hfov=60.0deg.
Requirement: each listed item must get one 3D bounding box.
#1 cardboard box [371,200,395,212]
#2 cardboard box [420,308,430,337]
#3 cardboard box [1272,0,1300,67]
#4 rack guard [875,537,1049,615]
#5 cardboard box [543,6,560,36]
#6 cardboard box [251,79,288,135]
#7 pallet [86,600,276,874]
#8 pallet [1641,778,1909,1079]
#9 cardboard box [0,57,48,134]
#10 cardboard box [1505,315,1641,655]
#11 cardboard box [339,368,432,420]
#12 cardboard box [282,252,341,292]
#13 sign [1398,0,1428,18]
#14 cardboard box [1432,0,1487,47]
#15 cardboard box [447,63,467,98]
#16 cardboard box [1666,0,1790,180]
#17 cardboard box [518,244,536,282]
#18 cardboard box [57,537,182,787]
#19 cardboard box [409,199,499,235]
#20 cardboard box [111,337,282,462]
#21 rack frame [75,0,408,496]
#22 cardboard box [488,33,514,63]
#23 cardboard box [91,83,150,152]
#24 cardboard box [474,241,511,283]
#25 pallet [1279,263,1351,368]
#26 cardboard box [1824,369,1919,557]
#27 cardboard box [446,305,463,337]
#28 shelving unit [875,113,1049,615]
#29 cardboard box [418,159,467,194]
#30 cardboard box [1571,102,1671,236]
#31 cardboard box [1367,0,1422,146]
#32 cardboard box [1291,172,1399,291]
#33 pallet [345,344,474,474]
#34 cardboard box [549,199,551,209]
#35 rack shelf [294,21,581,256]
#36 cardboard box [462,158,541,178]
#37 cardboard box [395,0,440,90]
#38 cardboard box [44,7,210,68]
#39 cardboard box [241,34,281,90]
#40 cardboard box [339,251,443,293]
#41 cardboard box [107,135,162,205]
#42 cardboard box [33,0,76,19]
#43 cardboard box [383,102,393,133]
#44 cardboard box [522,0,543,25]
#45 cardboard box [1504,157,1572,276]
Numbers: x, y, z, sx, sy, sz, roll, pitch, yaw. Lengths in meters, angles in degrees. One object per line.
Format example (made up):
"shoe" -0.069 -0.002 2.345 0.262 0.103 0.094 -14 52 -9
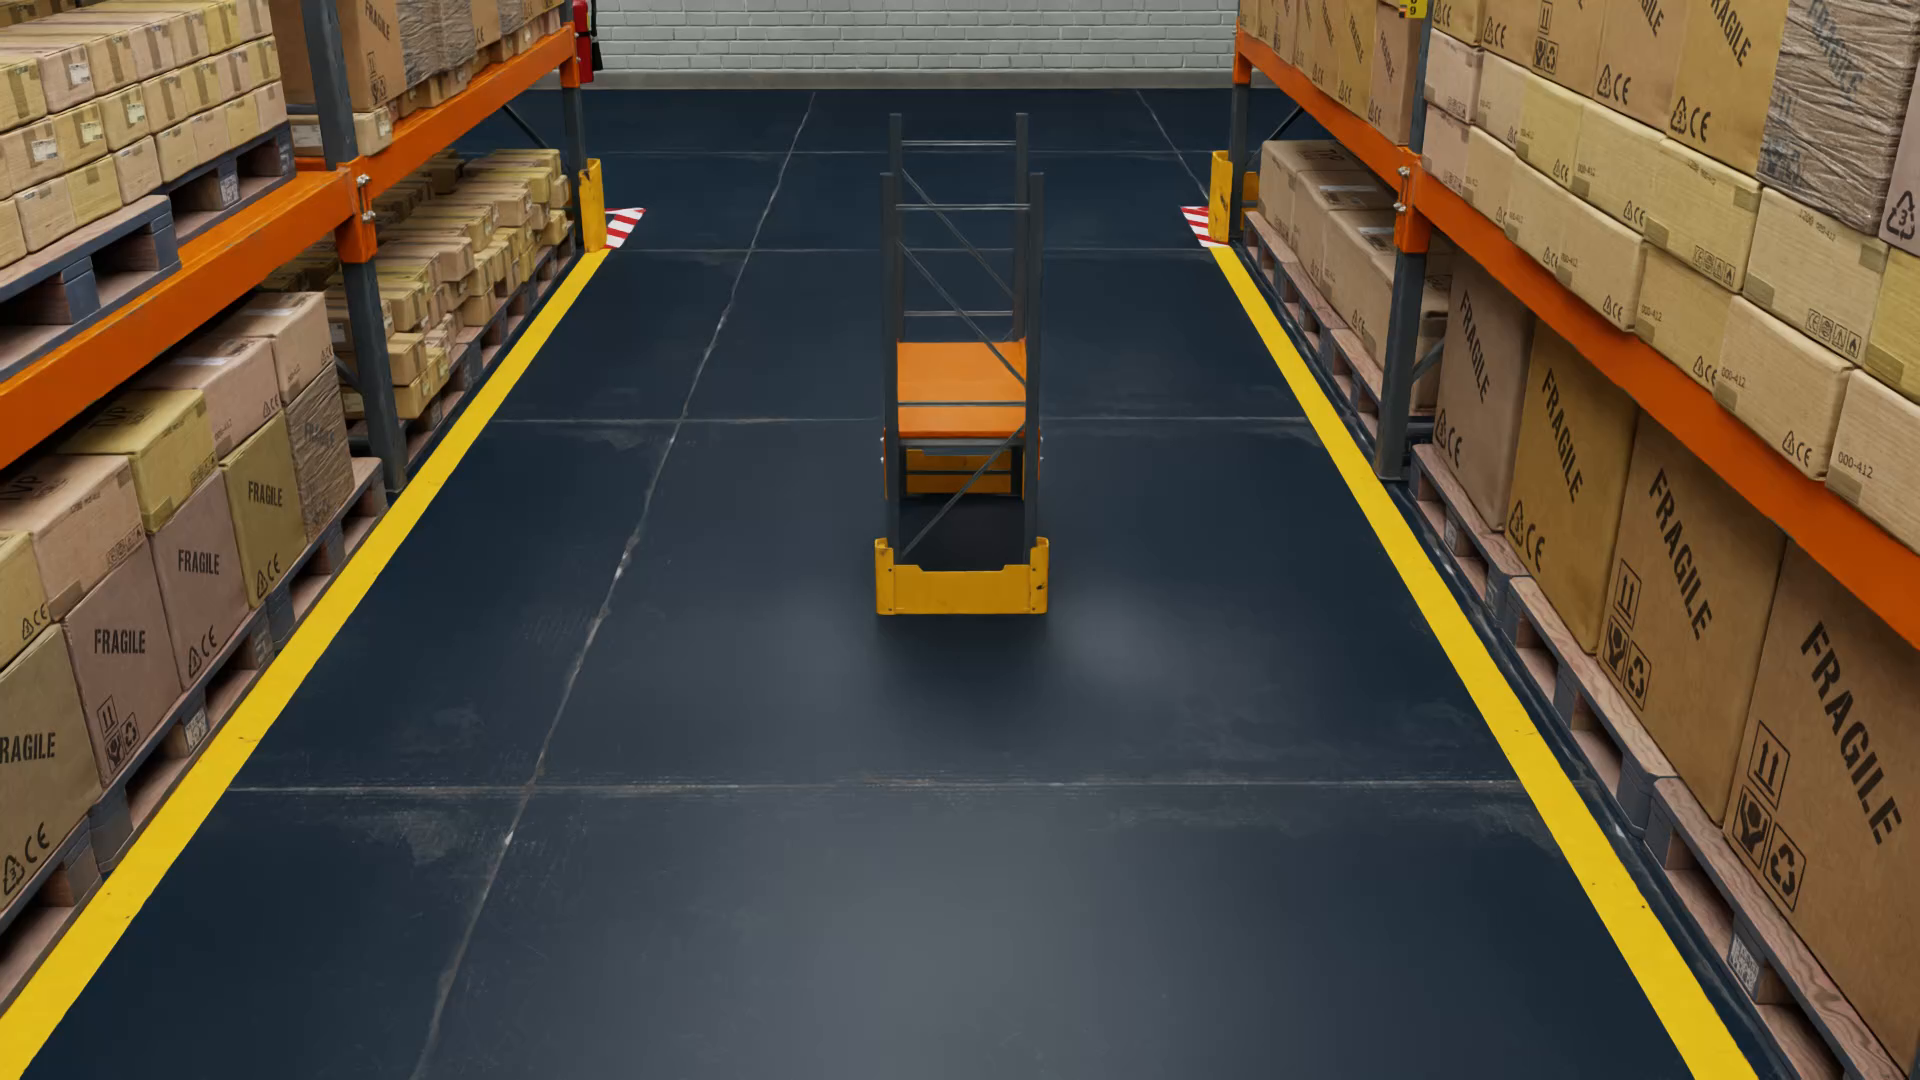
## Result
"cardboard box" -3.084 -1.619 8.417 0.380 0.149 0.250 0 24 0
"cardboard box" -2.556 -0.949 7.298 0.380 0.149 0.250 0 24 -1
"cardboard box" 1.903 -2.707 8.474 0.500 0.500 0.500 0 24 -1
"rack guard" 0.006 0.123 5.675 0.587 0.250 0.087 0 24 -1
"cardboard box" -2.498 -2.967 9.475 0.380 0.149 0.250 0 24 0
"cardboard box" -2.539 -1.481 5.679 0.380 0.149 0.250 -1 24 -2
"pallet" -2.715 0.529 4.825 1.003 0.211 1.213 0 24 -1
"pallet" 2.318 0.963 3.864 1.003 0.211 1.213 0 24 -1
"cardboard box" -2.523 -1.102 4.120 0.380 0.149 0.250 -1 24 -1
"cardboard box" 2.312 -0.226 5.179 0.875 0.875 0.875 0 24 1
"cardboard box" -2.424 -0.610 6.909 0.380 0.149 0.250 -1 24 -3
"cardboard box" -2.982 -1.190 7.470 0.380 0.149 0.250 1 24 1
"sign" 1.653 -2.058 6.013 0.100 0.325 0.005 0 24 -1
"cardboard box" 1.925 -1.949 5.584 0.500 0.500 0.500 0 24 0
"cardboard box" -2.480 -2.113 7.586 0.380 0.149 0.250 1 24 2
"cardboard box" 1.972 -1.111 3.732 0.500 0.500 0.500 0 24 -1
"cardboard box" -2.468 -1.470 8.810 0.380 0.149 0.250 -1 24 -3
"cardboard box" -2.469 0.318 4.430 0.500 0.500 0.500 -1 24 -2
"cardboard box" -2.560 -1.625 8.430 0.380 0.149 0.250 -1 24 -2
"cardboard box" -2.488 -0.443 5.203 0.500 0.250 0.500 1 24 2
"rack frame" -2.741 -1.566 6.074 1.000 3.000 0.127 0 24 -1
"cardboard box" -2.516 -2.548 8.548 0.380 0.149 0.250 -1 24 -3
"cardboard box" -2.526 -1.185 4.665 0.380 0.149 0.250 -1 24 -3
"cardboard box" -2.452 -1.380 8.250 0.380 0.149 0.250 0 24 0
"pallet" 2.262 -1.177 8.597 1.003 0.211 1.213 0 24 -1
"cardboard box" 1.986 -0.121 3.060 0.500 0.250 0.500 -1 24 -2
"cardboard box" -2.572 -1.037 7.853 0.380 0.149 0.250 -1 24 -3
"shelving unit" 0.001 -0.652 5.871 0.587 1.500 1.083 0 24 -1
"cardboard box" -2.995 -2.048 9.366 0.380 0.149 0.250 0 24 0
"cardboard box" 1.951 -0.976 4.344 0.500 0.250 0.500 -1 24 -2
"cardboard box" 1.947 -1.866 6.614 0.500 0.500 0.500 0 24 0
"cardboard box" 2.290 -1.654 8.867 0.875 0.438 0.875 0 24 1
"pallet" -2.784 -0.573 7.260 1.003 0.211 1.213 0 24 -1
"cardboard box" -2.544 -1.919 9.441 0.380 0.149 0.250 -1 24 -2
"rack shelf" -2.763 -2.063 8.044 1.077 0.370 4.000 0 24 -1
"cardboard box" -2.580 -2.057 9.387 0.380 0.149 0.250 0 24 0
"cardboard box" -2.507 -2.157 6.896 0.500 0.500 0.500 0 24 -1
"cardboard box" -2.537 -1.533 5.072 0.380 0.149 0.250 -1 24 -2
"cardboard box" -2.539 -1.616 5.617 0.380 0.149 0.250 0 24 1
"cardboard box" -2.559 -1.198 7.487 0.380 0.149 0.250 -1 24 -2
"cardboard box" -2.523 -1.053 4.733 0.380 0.149 0.250 -1 24 -3
"cardboard box" -3.196 -1.750 5.553 0.380 0.149 0.250 1 24 2
"cardboard box" -2.494 -1.676 6.621 0.380 0.149 0.250 0 24 1
"cardboard box" -2.522 -3.000 8.760 0.500 0.500 0.500 -1 24 -1
"cardboard box" 1.945 -0.955 4.904 0.500 0.250 0.500 0 24 -1
